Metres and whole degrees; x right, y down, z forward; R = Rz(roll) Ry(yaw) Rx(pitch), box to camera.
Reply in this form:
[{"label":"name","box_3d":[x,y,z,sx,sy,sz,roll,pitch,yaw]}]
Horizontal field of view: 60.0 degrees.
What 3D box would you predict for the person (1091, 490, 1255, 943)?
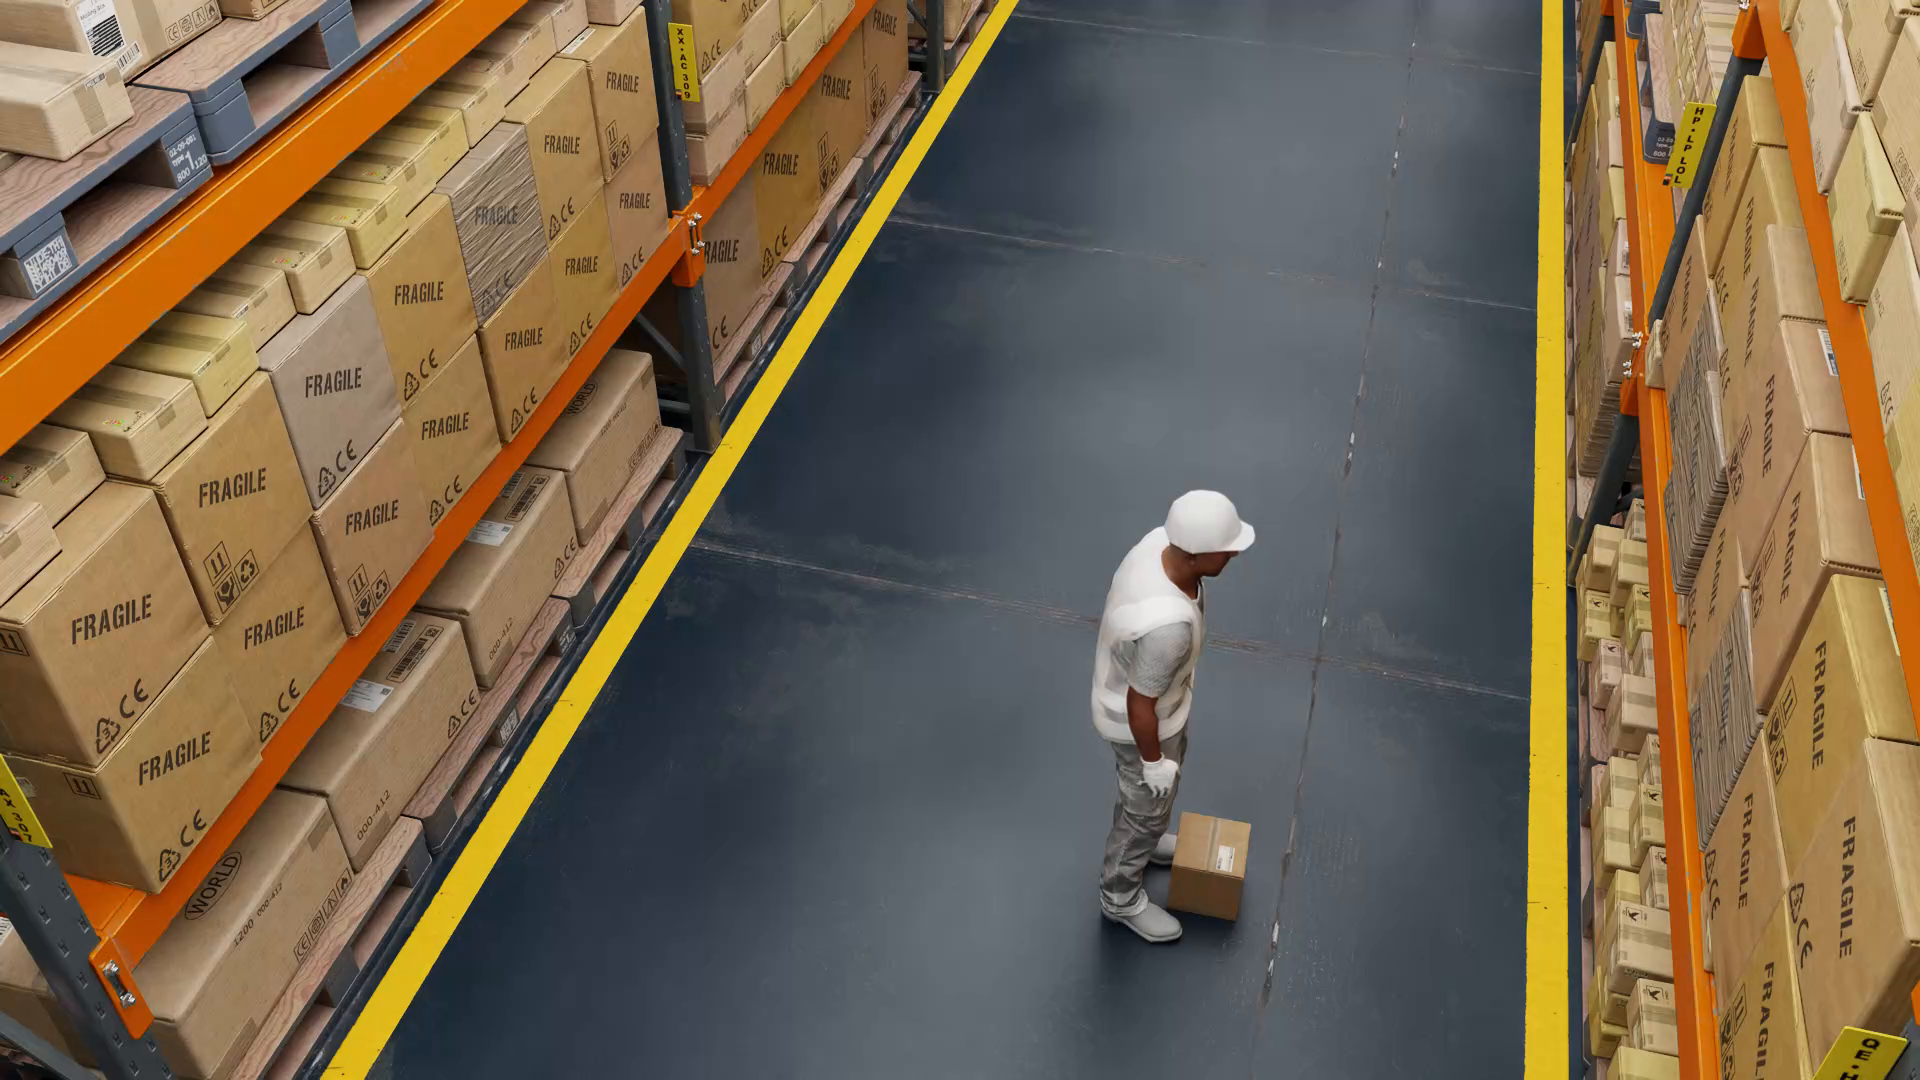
[{"label":"person","box_3d":[0.661,0.554,5.505,0.450,1.773,0.623,8,41,9]}]
